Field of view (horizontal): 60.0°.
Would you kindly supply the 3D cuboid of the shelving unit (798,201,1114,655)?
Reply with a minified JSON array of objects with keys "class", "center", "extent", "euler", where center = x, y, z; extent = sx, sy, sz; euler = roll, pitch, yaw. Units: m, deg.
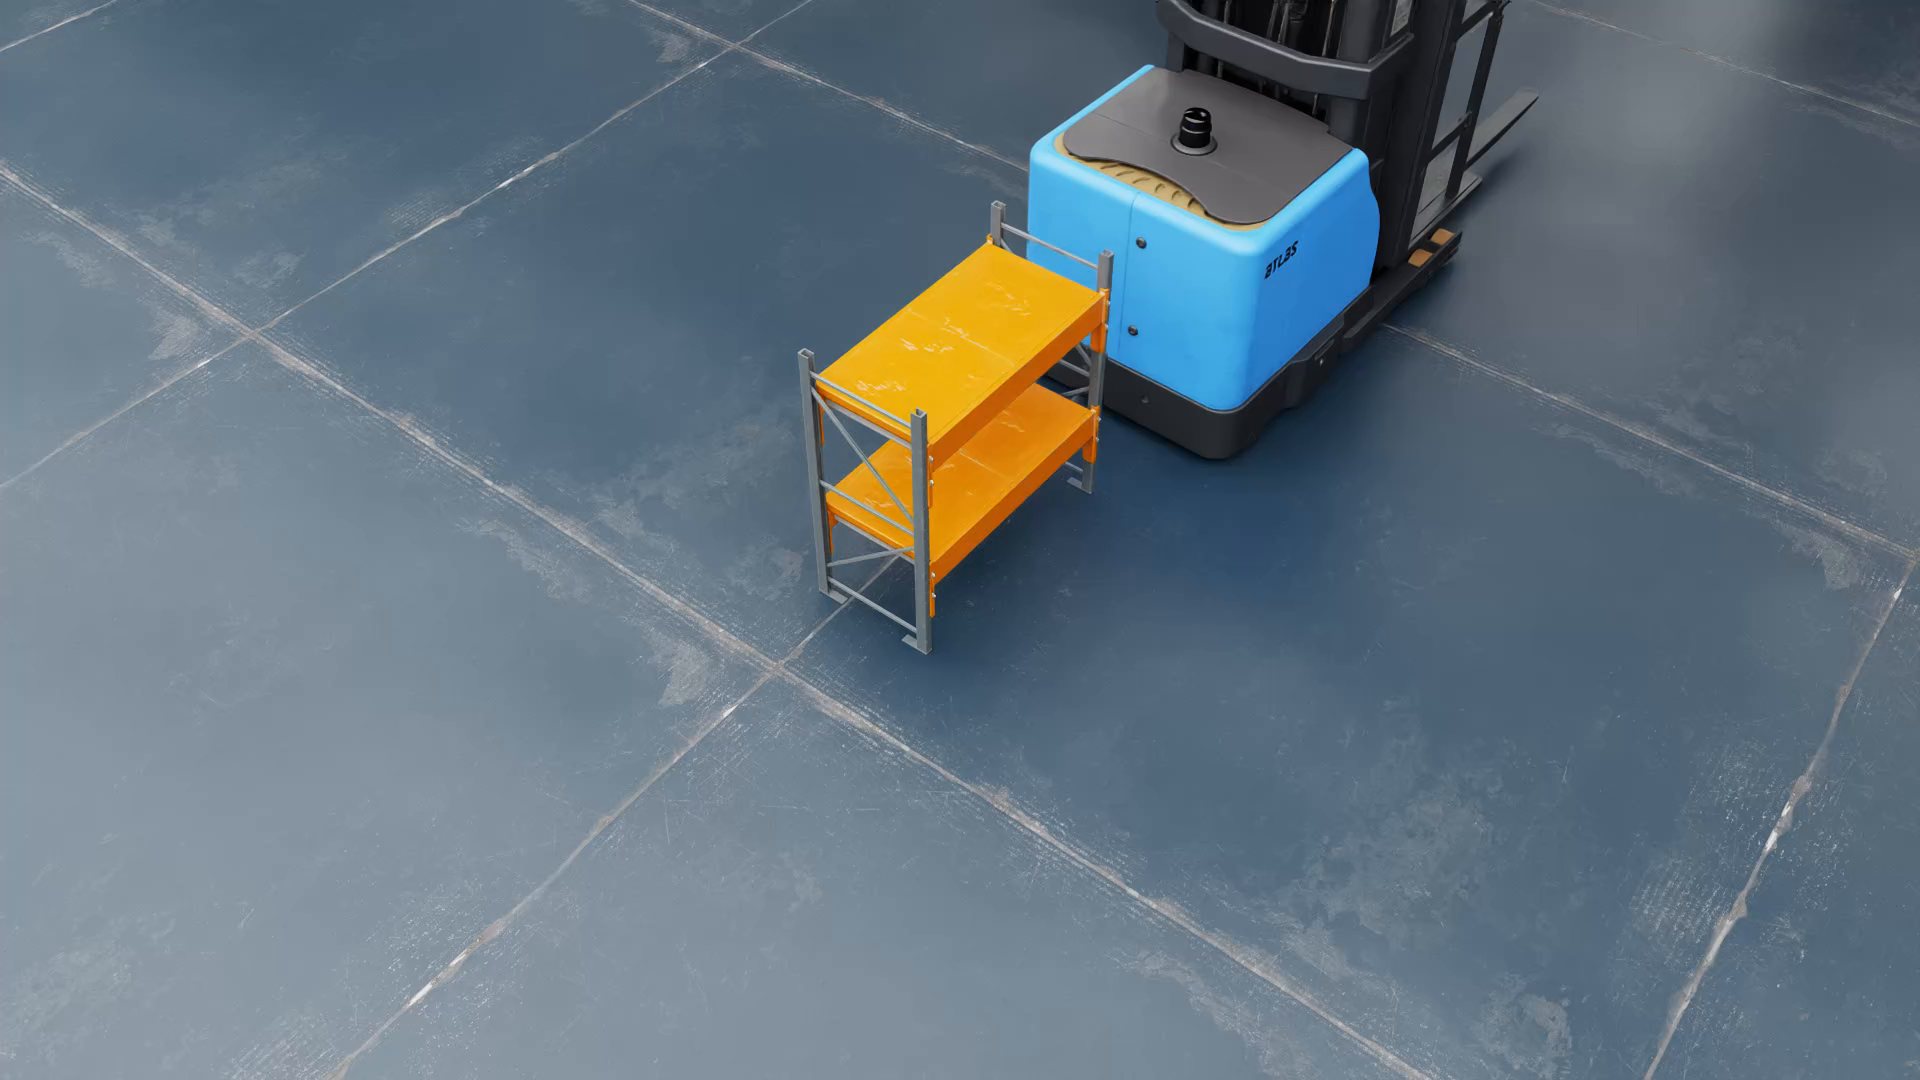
[{"class":"shelving unit","center":[0.004,-0.392,5.847],"extent":[0.538,1.125,1.048],"euler":[29,53,25]}]

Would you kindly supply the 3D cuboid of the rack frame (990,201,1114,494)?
[{"class":"rack frame","center":[0.315,-0.683,6.125],"extent":[0.500,1.125,0.032],"euler":[29,53,25]}]

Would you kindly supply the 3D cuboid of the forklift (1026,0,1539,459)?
[{"class":"forklift","center":[1.571,-2.330,6.449],"extent":[1.130,2.935,3.031],"euler":[31,54,26]}]

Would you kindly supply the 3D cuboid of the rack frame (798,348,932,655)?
[{"class":"rack frame","center":[-0.307,-0.102,5.569],"extent":[0.500,1.125,0.032],"euler":[29,53,25]}]

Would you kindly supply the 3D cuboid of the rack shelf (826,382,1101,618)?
[{"class":"rack shelf","center":[0.004,-0.224,6.024],"extent":[0.538,0.278,1.000],"euler":[29,53,25]}]

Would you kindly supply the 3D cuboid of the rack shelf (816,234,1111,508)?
[{"class":"rack shelf","center":[0.004,-0.595,5.635],"extent":[0.538,0.278,1.000],"euler":[29,53,25]}]
